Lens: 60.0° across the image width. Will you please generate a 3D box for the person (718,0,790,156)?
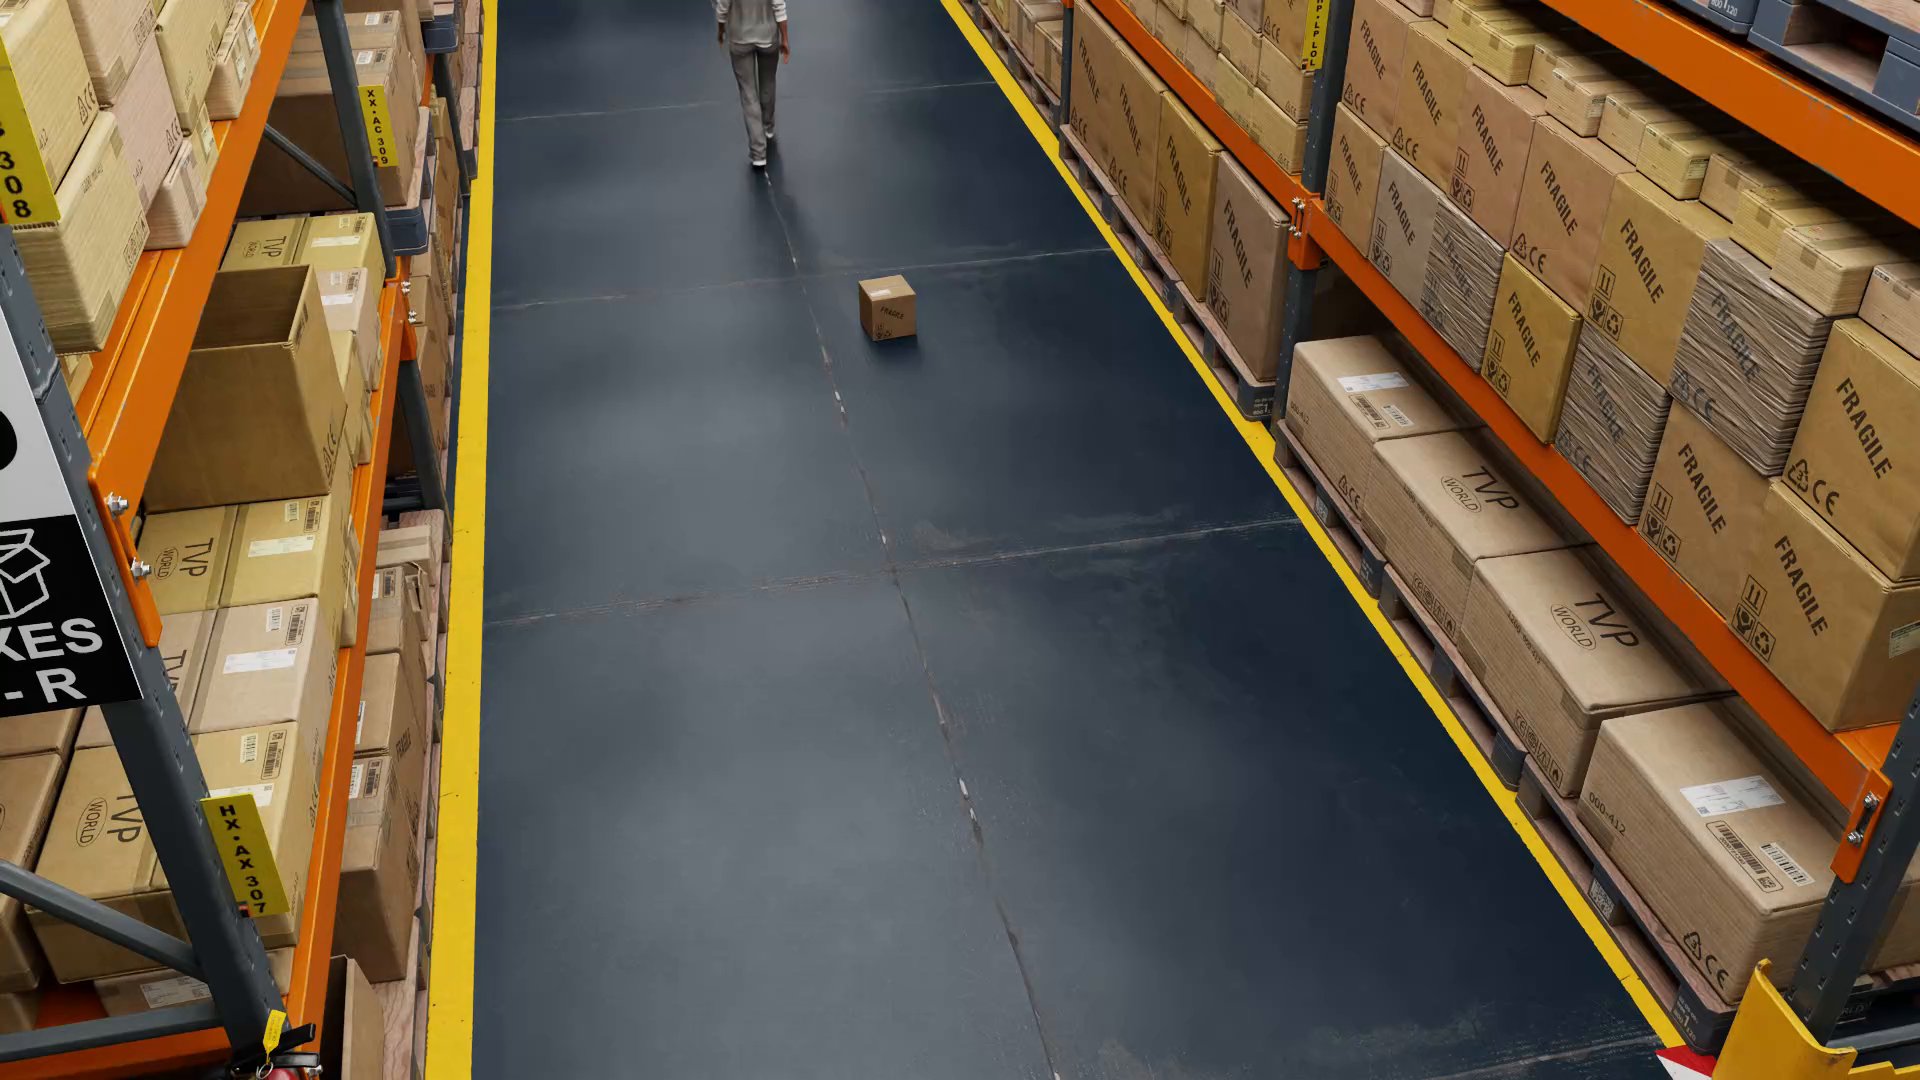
[{"bbox_3d":[-1.364,-3.321,10.920,0.435,1.557,0.796,-10,36,-14],"label":"person"}]
